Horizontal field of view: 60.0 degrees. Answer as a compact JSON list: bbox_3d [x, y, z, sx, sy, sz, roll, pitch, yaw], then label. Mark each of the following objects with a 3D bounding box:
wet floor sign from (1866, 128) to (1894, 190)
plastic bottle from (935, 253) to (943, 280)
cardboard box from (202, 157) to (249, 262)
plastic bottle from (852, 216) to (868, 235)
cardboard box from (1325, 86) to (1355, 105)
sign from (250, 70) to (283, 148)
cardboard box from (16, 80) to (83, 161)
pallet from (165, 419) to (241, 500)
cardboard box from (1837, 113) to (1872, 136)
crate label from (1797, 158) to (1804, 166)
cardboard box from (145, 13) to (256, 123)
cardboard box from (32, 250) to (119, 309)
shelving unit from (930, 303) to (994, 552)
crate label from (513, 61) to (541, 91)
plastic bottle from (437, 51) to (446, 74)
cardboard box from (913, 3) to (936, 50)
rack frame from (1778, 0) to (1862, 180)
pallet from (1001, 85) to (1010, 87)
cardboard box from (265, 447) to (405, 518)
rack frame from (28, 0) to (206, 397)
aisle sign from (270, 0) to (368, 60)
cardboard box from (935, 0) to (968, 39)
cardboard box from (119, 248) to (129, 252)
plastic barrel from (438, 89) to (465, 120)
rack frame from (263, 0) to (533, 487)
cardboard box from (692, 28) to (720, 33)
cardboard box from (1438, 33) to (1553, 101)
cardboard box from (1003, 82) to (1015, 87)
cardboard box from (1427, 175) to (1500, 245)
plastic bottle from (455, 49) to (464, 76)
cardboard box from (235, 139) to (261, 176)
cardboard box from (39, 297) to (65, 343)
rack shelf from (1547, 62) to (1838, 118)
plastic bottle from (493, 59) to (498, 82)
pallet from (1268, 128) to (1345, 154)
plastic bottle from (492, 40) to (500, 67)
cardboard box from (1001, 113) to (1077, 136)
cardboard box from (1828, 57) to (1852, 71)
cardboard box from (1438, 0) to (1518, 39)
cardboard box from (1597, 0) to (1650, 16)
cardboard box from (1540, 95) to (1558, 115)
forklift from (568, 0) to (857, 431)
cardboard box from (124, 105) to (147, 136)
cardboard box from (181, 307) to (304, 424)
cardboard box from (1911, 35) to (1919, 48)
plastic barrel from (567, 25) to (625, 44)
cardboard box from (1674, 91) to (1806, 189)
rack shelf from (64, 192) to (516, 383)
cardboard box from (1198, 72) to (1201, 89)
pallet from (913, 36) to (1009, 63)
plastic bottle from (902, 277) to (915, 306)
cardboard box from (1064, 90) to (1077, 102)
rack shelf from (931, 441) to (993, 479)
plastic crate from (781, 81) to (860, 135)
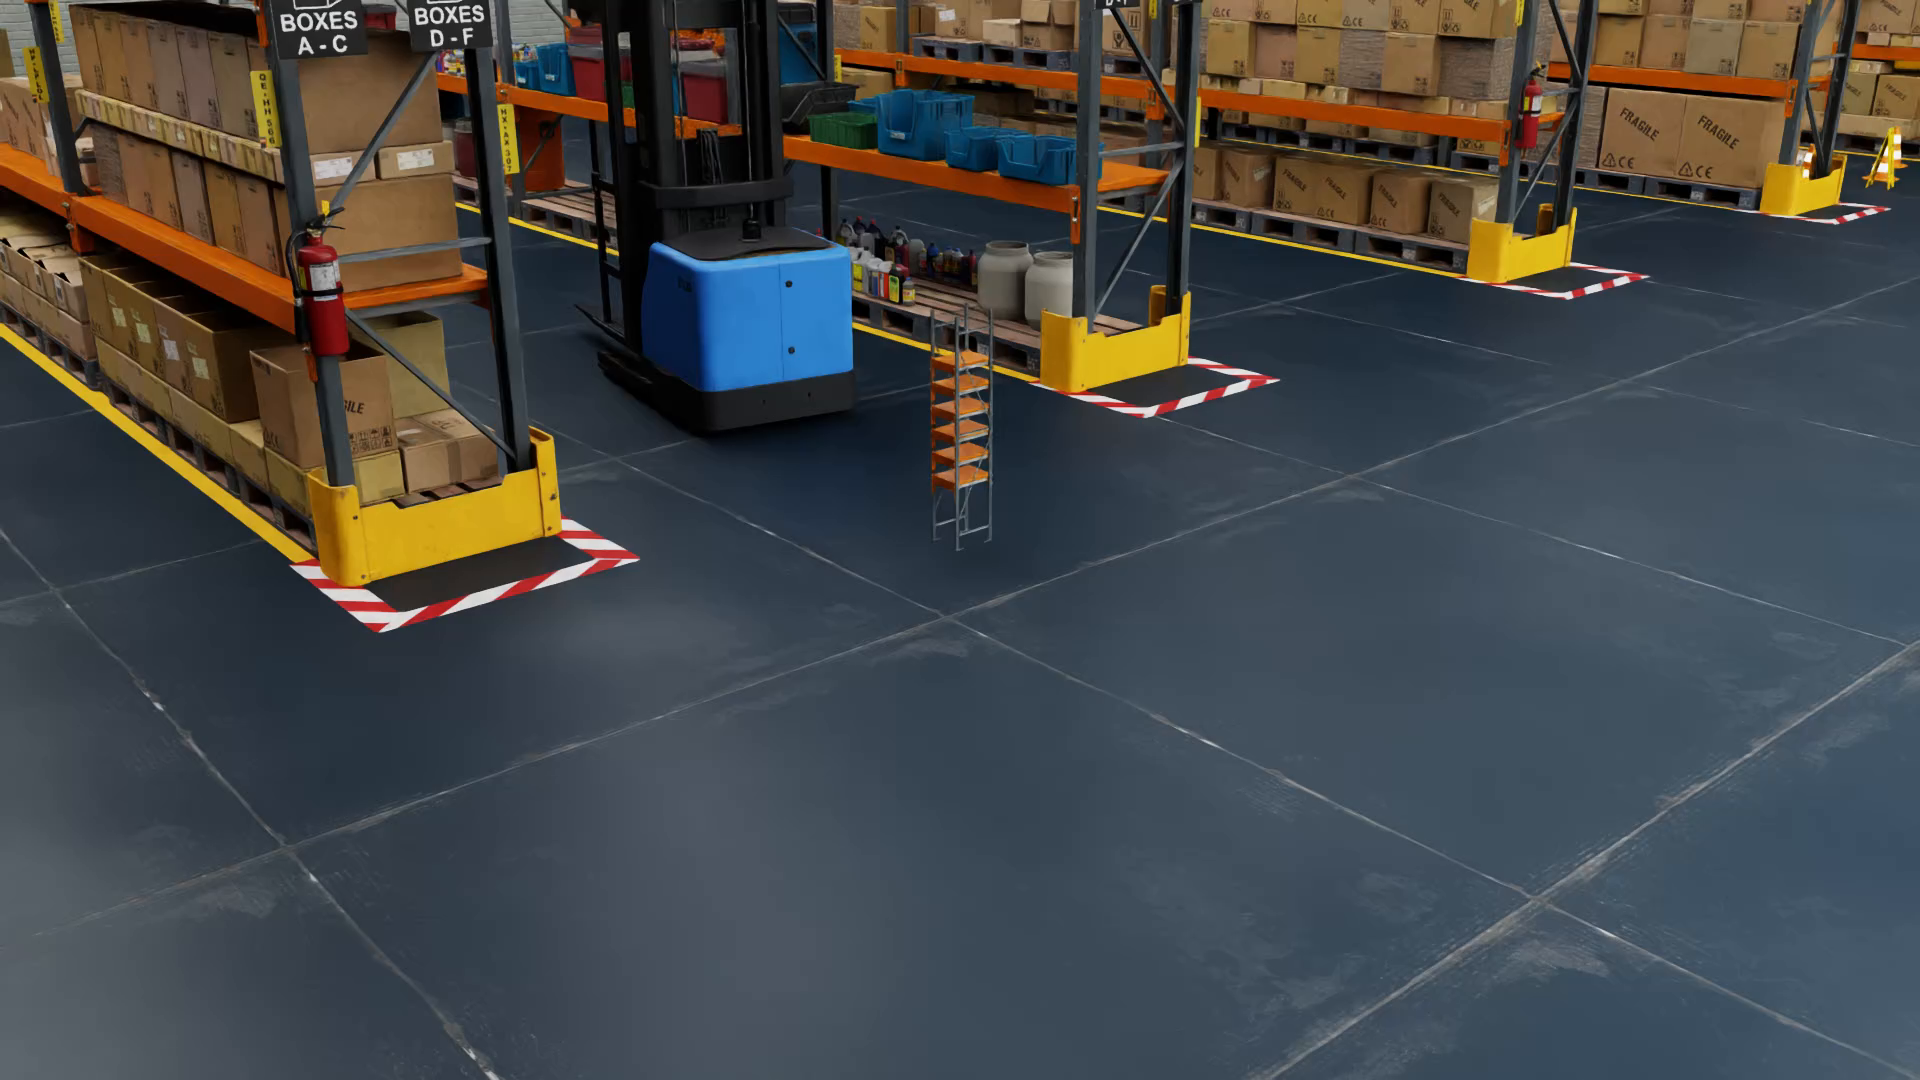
[{"bbox_3d":[10.246,-4.233,18.407,0.232,0.644,0.267,17,27,36],"label":"wet floor sign"},{"bbox_3d":[-0.150,-2.161,13.121,0.097,0.201,0.097,0,21,0],"label":"plastic bottle"},{"bbox_3d":[-3.565,-1.817,8.873,0.700,0.500,0.500,-17,27,-37],"label":"cardboard box"},{"bbox_3d":[-0.821,-2.501,13.786,0.144,0.351,0.185,-18,28,-39],"label":"plastic bottle"},{"bbox_3d":[3.503,-4.015,14.967,0.380,0.149,0.250,-17,27,-37],"label":"cardboard box"},{"bbox_3d":[-3.024,-1.880,7.259,0.100,0.325,0.005,-17,27,-37],"label":"sign"},{"bbox_3d":[-6.374,-3.008,11.913,0.500,0.500,0.500,-17,27,-37],"label":"cardboard box"},{"bbox_3d":[-3.927,-0.596,9.716,1.003,0.211,1.213,-17,27,-37],"label":"pallet"},{"bbox_3d":[11.348,-5.292,21.076,0.500,0.250,0.500,-17,27,-37],"label":"cardboard box"},{"bbox_3d":[9.974,-4.395,19.518,0.298,0.136,0.250,7,23,18],"label":"crate label"},{"bbox_3d":[-3.937,-2.575,9.028,0.700,0.500,0.500,-17,27,-37],"label":"cardboard box"},{"bbox_3d":[-6.040,-1.823,11.452,0.500,0.311,0.500,-17,27,-36],"label":"cardboard box"},{"bbox_3d":[0.009,-0.555,8.255,0.258,1.200,0.189,-17,27,-37],"label":"shelving unit"},{"bbox_3d":[-4.080,-4.461,15.990,0.303,0.233,0.416,-17,27,-37],"label":"crate label"},{"bbox_3d":[-5.404,-5.016,17.338,0.061,0.283,0.133,-17,27,-37],"label":"plastic bottle"},{"bbox_3d":[-0.429,-6.169,19.984,0.500,0.500,0.500,-16,27,-36],"label":"cardboard box"},{"bbox_3d":[8.727,-4.866,16.795,1.000,3.000,0.127,-17,27,-37],"label":"rack frame"},{"bbox_3d":[0.429,-7.060,26.220,1.003,0.211,1.213,-17,27,-37],"label":"pallet"},{"bbox_3d":[-3.177,-0.349,8.456,0.500,0.250,0.500,-17,27,-37],"label":"cardboard box"},{"bbox_3d":[-5.215,-2.461,10.654,1.000,3.000,0.127,-17,27,-37],"label":"rack frame"},{"bbox_3d":[-2.783,-2.478,7.134,0.394,0.787,0.004,-17,27,-37],"label":"aisle sign"},{"bbox_3d":[0.064,-6.026,19.043,0.500,0.500,0.500,18,28,39],"label":"cardboard box"},{"bbox_3d":[-5.618,-1.950,11.776,0.500,0.311,0.500,-18,28,-38],"label":"cardboard box"},{"bbox_3d":[-5.877,-4.718,18.718,0.600,0.901,0.708,-17,27,-37],"label":"plastic barrel"},{"bbox_3d":[-2.604,-1.356,7.833,1.000,3.000,0.127,-17,27,-37],"label":"rack frame"},{"bbox_3d":[-3.377,-6.918,22.378,0.380,0.149,0.250,-17,27,-37],"label":"cardboard box"},{"bbox_3d":[4.565,-4.057,14.183,0.875,0.500,0.500,-17,27,-37],"label":"cardboard box"},{"bbox_3d":[0.900,-7.227,26.155,0.380,0.149,0.250,-19,28,-40],"label":"cardboard box"},{"bbox_3d":[4.509,-2.921,14.681,0.500,0.500,0.500,-12,24,-28],"label":"cardboard box"},{"bbox_3d":[-5.124,-4.902,17.063,0.097,0.271,0.097,0,21,0],"label":"plastic bottle"},{"bbox_3d":[-3.336,-1.907,8.214,0.380,0.149,0.250,-18,28,-38],"label":"cardboard box"},{"bbox_3d":[-6.034,-1.562,11.554,0.500,0.250,0.500,-18,28,-38],"label":"cardboard box"},{"bbox_3d":[7.422,-5.084,18.337,1.077,0.370,4.000,-17,27,-37],"label":"rack shelf"},{"bbox_3d":[-4.658,-4.700,16.531,0.061,0.283,0.133,-17,27,-37],"label":"plastic bottle"},{"bbox_3d":[4.755,-5.205,21.484,1.003,0.211,1.213,-17,27,-37],"label":"pallet"},{"bbox_3d":[-5.013,-5.266,17.987,0.152,0.276,0.135,-17,27,-37],"label":"plastic bottle"},{"bbox_3d":[0.881,-4.479,18.630,0.700,0.500,0.500,-15,26,-33],"label":"cardboard box"},{"bbox_3d":[11.068,-6.027,21.035,0.380,0.149,0.250,-16,27,-35],"label":"cardboard box"},{"bbox_3d":[4.357,-4.457,13.834,0.500,0.500,0.500,-17,27,-37],"label":"cardboard box"},{"bbox_3d":[7.378,-5.983,17.960,0.875,0.550,0.500,-17,27,-37],"label":"cardboard box"},{"bbox_3d":[4.898,-3.732,14.243,0.380,0.149,0.250,-17,27,-37],"label":"cardboard box"},{"bbox_3d":[-1.823,-2.510,10.873,1.130,2.935,3.031,-12,24,-28],"label":"forklift"},{"bbox_3d":[-4.518,-2.407,9.491,0.380,0.149,0.250,-19,28,-39],"label":"cardboard box"},{"bbox_3d":[-3.843,-0.970,9.015,0.500,0.500,0.500,-17,27,-37],"label":"cardboard box"},{"bbox_3d":[11.756,-6.051,20.165,0.380,0.149,0.250,-18,28,-38],"label":"cardboard box"},{"bbox_3d":[-3.538,-4.752,16.316,0.600,0.536,0.708,-17,27,-37],"label":"plastic barrel"},{"bbox_3d":[8.234,-4.244,17.544,0.875,0.875,0.875,-17,27,-37],"label":"cardboard box"},{"bbox_3d":[-3.909,-1.574,9.375,1.077,0.370,4.000,-17,27,-37],"label":"rack shelf"},{"bbox_3d":[2.358,-4.498,16.200,0.380,0.149,0.250,-17,27,-37],"label":"cardboard box"},{"bbox_3d":[0.228,-5.663,19.091,1.213,0.211,1.003,-17,27,-37],"label":"pallet"},{"bbox_3d":[-0.379,-1.839,12.300,0.097,0.201,0.097,0,21,0],"label":"plastic bottle"},{"bbox_3d":[1.874,-6.658,24.223,0.500,0.500,0.500,-17,27,-37],"label":"cardboard box"},{"bbox_3d":[0.009,-0.402,8.315,0.258,0.103,0.180,-17,27,-37],"label":"rack shelf"},{"bbox_3d":[-1.214,-3.435,13.227,0.767,0.338,0.504,-17,27,-37],"label":"plastic crate"}]
